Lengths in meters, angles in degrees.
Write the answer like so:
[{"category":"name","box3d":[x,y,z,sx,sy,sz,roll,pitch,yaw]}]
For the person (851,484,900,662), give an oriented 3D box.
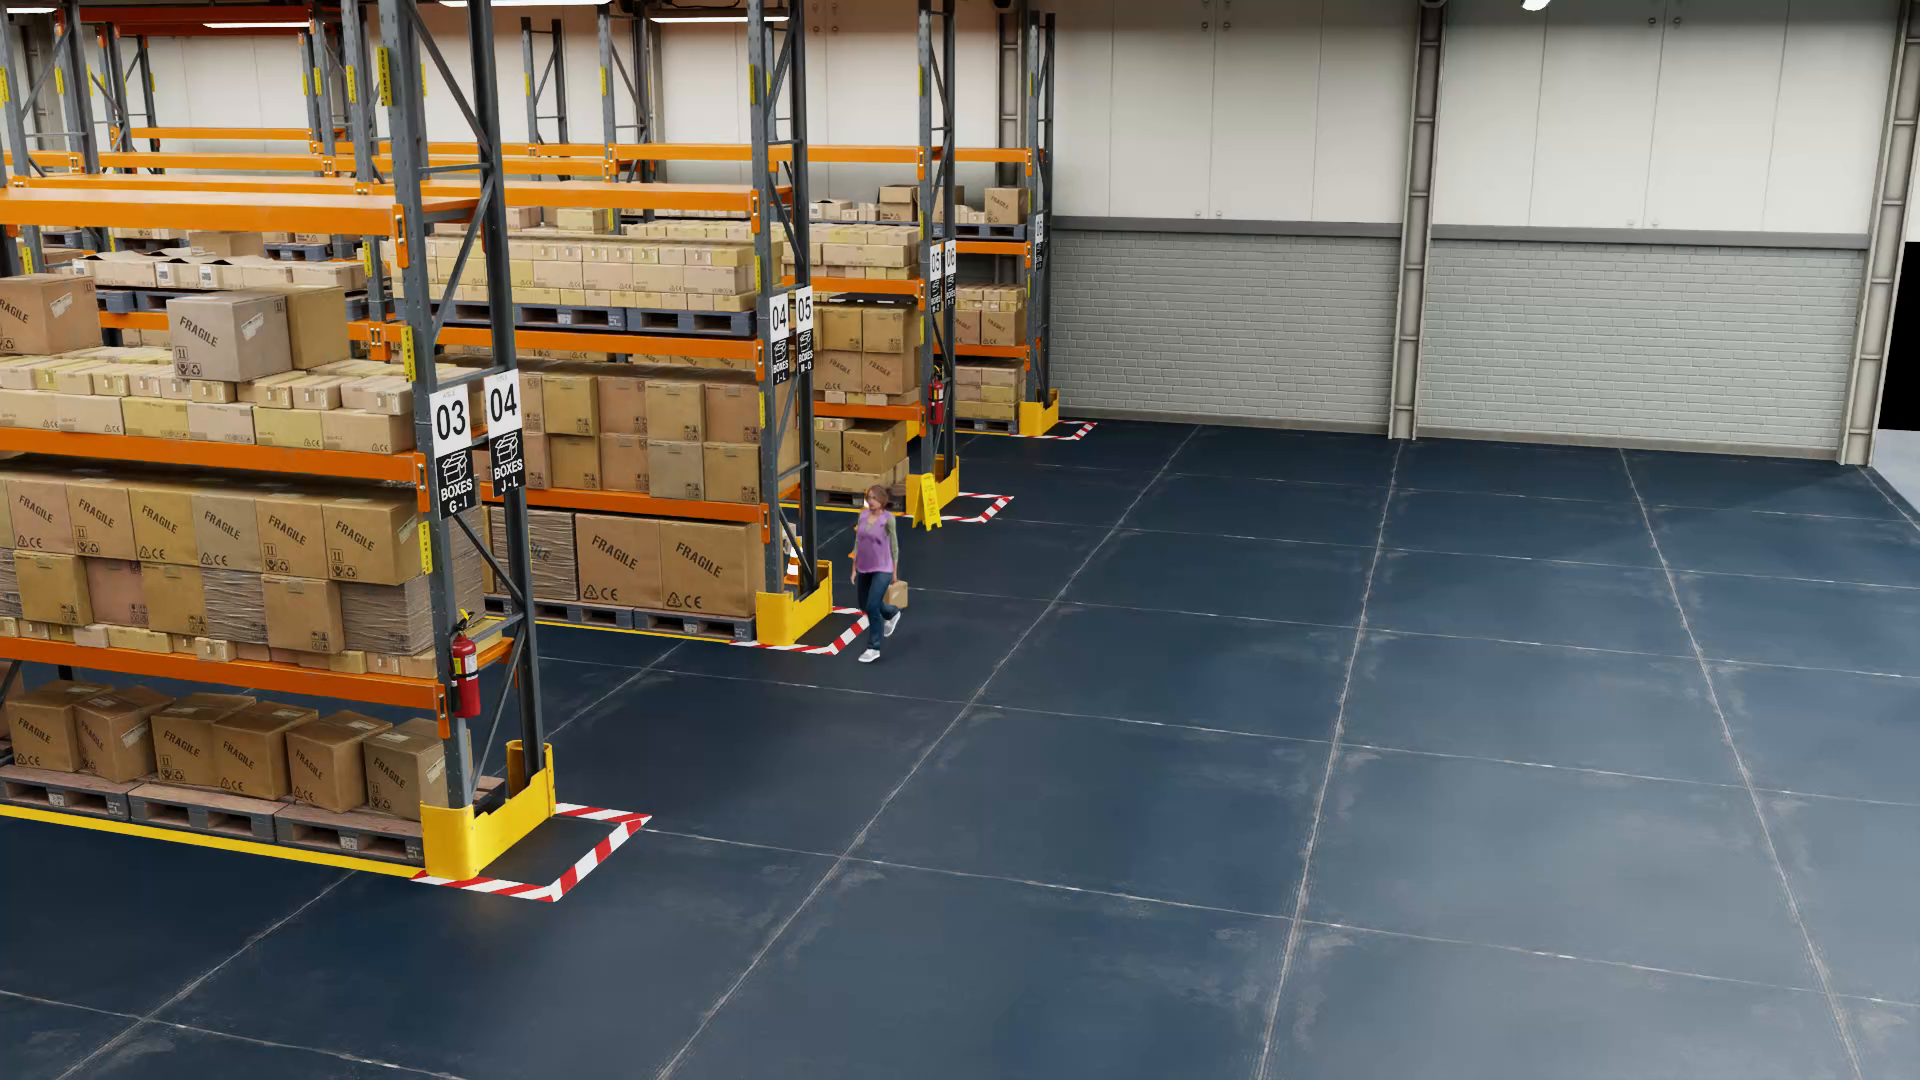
[{"category":"person","box3d":[-0.732,0.261,14.944,0.394,1.557,0.750,10,18,33]}]
